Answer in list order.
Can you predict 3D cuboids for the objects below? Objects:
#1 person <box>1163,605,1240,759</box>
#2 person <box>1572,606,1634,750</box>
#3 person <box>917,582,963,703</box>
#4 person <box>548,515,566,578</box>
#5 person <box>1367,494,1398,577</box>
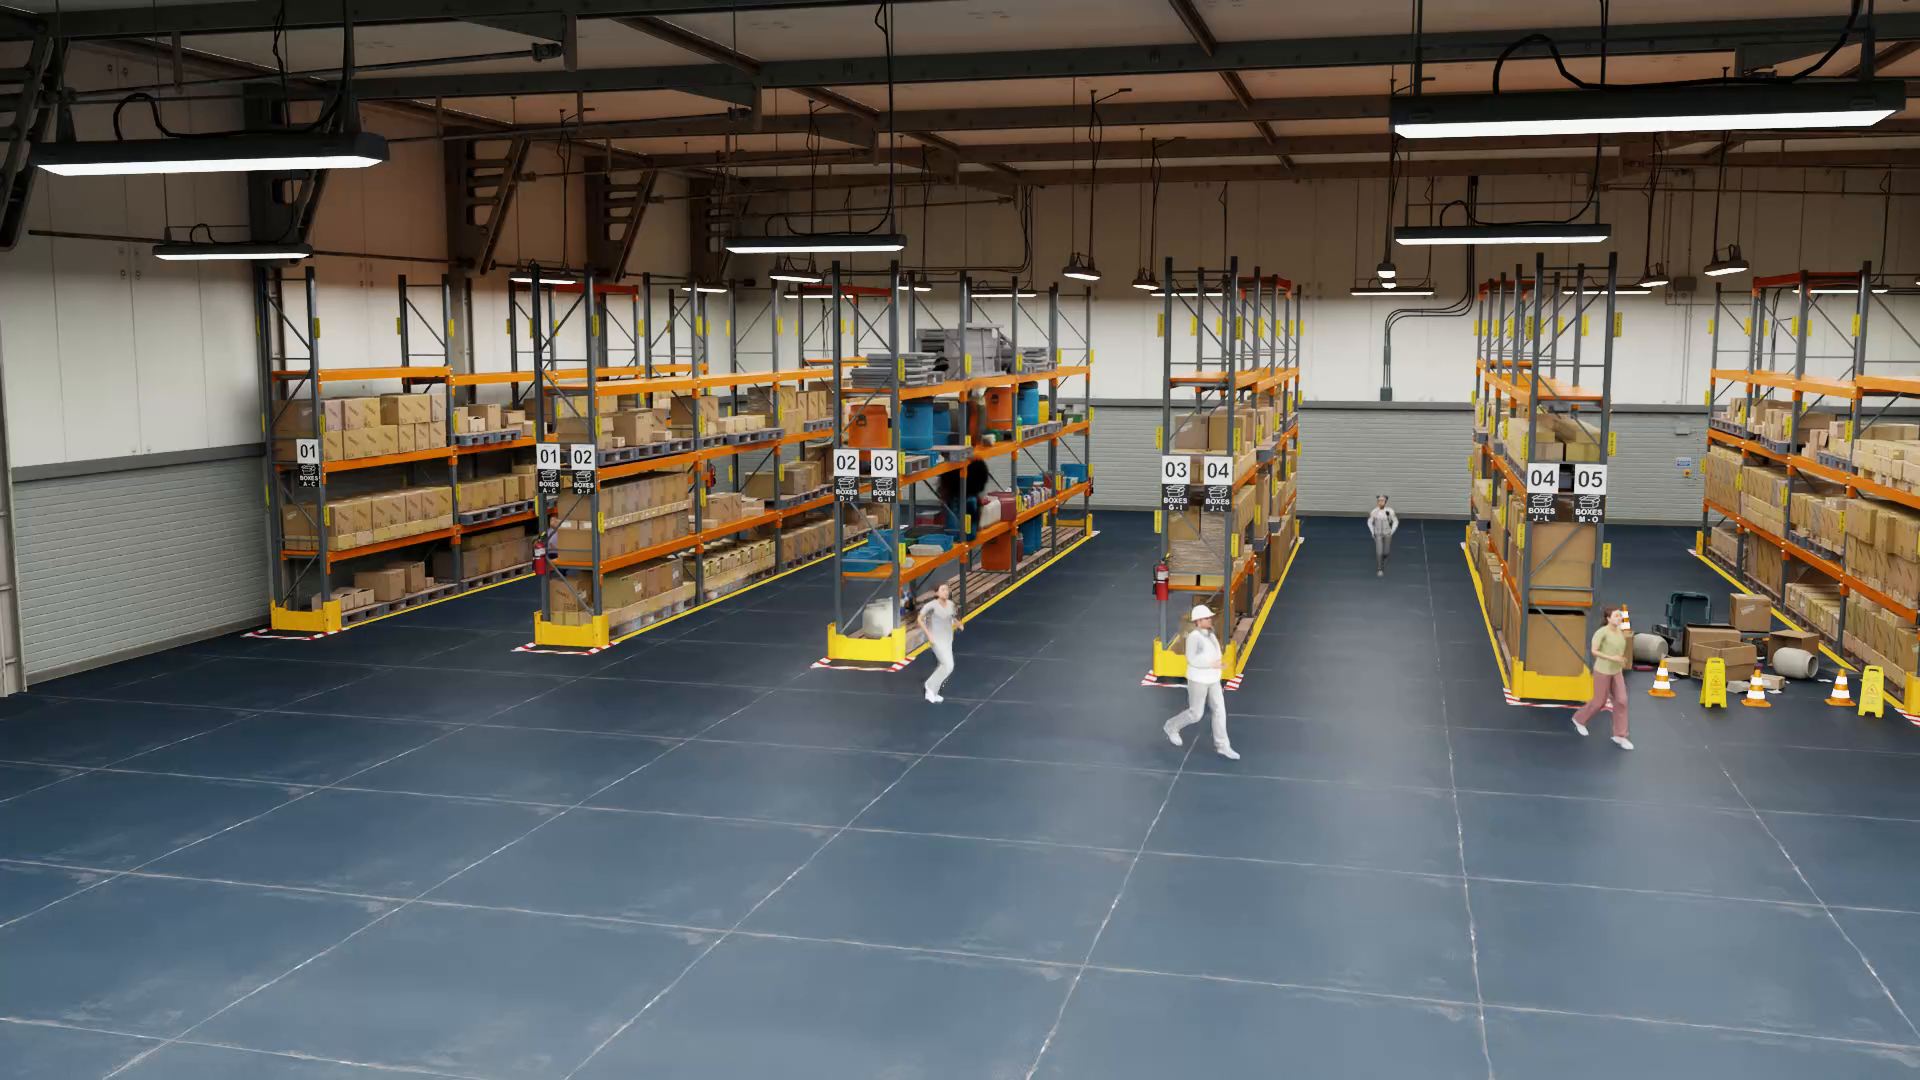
[{"bbox_3d":[2.840,1.643,19.480,0.970,1.774,0.662,6,9,39],"label":"person"},{"bbox_3d":[7.829,1.627,20.141,0.591,1.701,0.851,-4,8,-28],"label":"person"},{"bbox_3d":[-0.220,1.368,22.238,0.546,1.636,0.603,-7,10,-43],"label":"person"},{"bbox_3d":[-7.329,0.391,30.051,0.572,1.694,0.697,1,7,4],"label":"person"},{"bbox_3d":[8.616,-0.110,33.922,0.616,1.673,0.537,2,8,15],"label":"person"}]
